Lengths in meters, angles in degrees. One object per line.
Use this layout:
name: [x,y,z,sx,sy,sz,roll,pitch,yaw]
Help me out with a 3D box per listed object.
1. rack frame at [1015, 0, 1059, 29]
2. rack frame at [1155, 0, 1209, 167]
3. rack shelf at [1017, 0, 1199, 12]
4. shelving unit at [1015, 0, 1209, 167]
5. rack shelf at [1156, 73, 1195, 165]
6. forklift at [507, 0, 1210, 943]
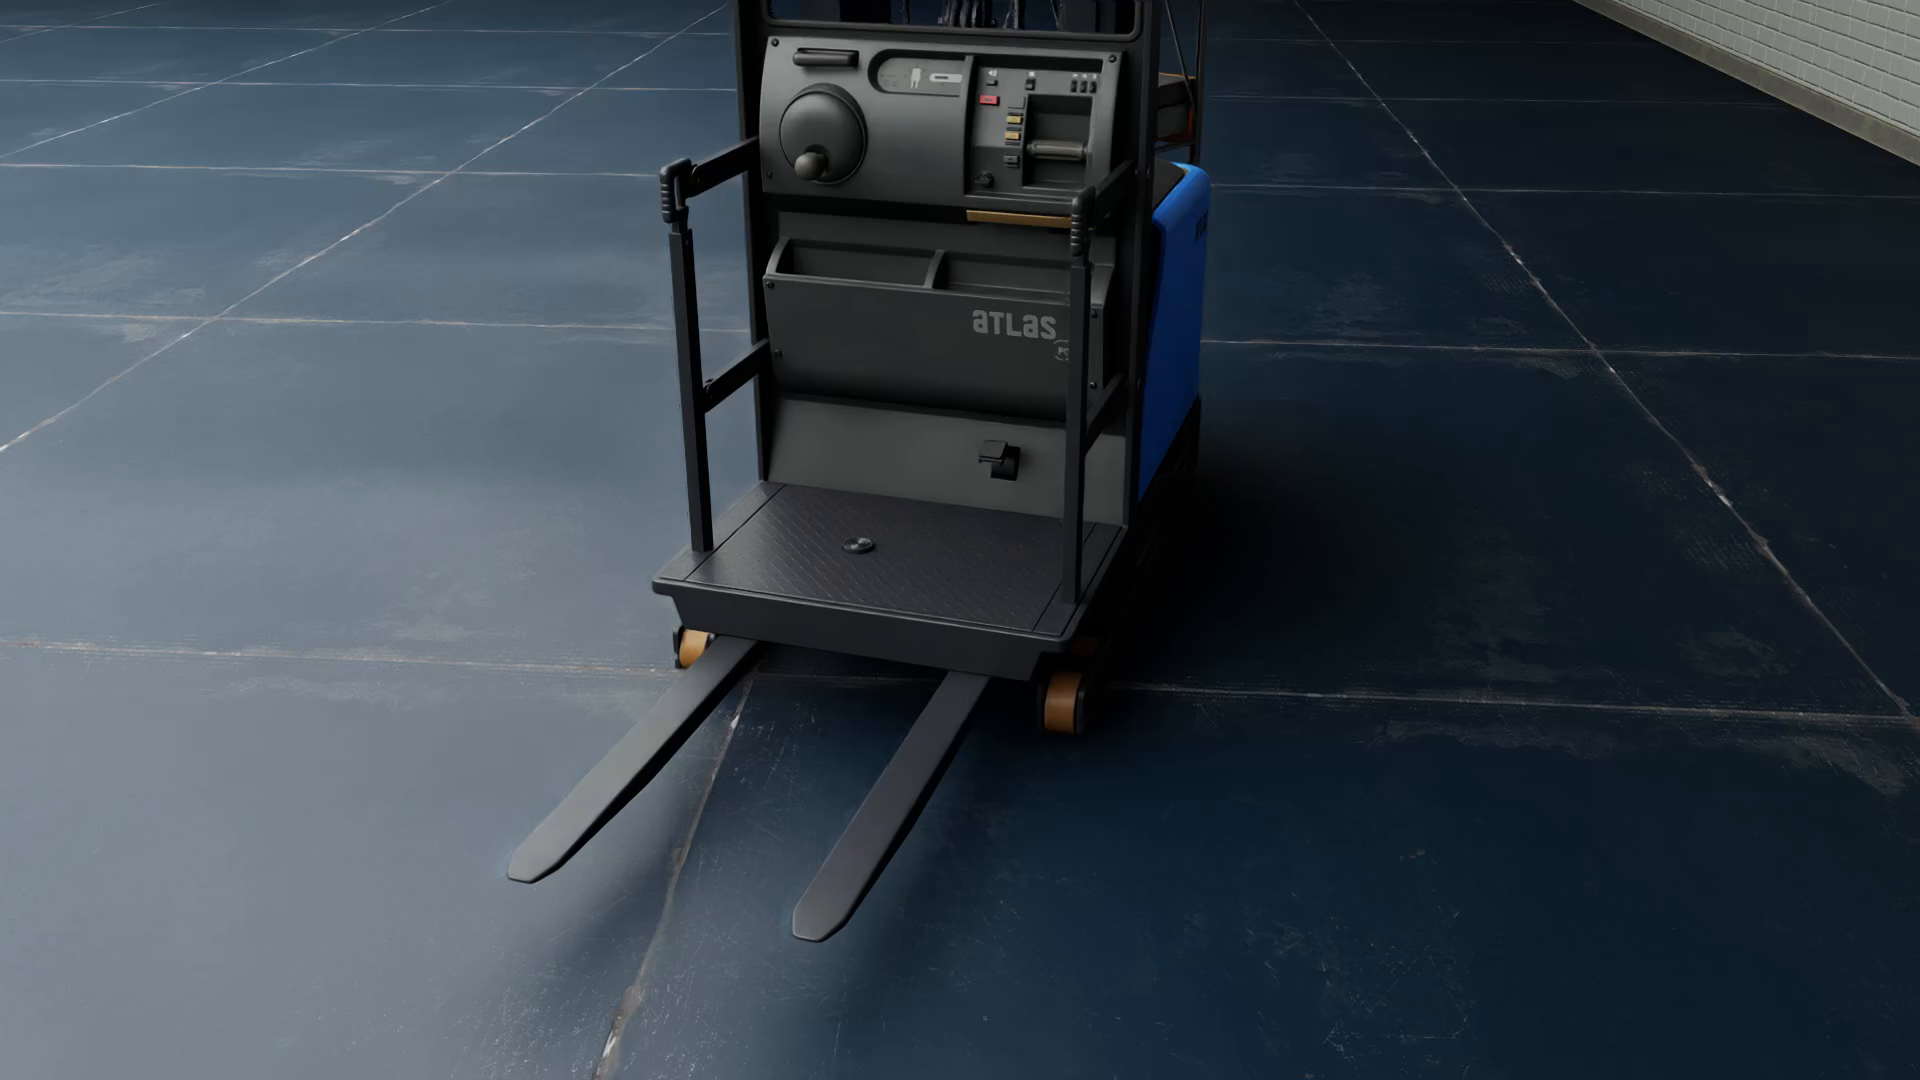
rack frame: [0.325,-1.442,5.872,0.015,2.100,0.400,20,32,37]
rack frame: [0.688,-1.308,5.575,0.015,2.100,0.400,20,32,37]
rack shelf: [0.504,-2.000,5.438,0.480,0.518,0.431,20,32,37]
shelving unit: [0.506,-1.375,5.723,0.503,2.100,0.431,20,32,37]
rack shelf: [0.506,-1.363,5.729,0.480,0.518,0.431,20,32,37]
forklift: [-0.122,-1.027,3.976,1.130,2.935,3.031,7,26,16]
